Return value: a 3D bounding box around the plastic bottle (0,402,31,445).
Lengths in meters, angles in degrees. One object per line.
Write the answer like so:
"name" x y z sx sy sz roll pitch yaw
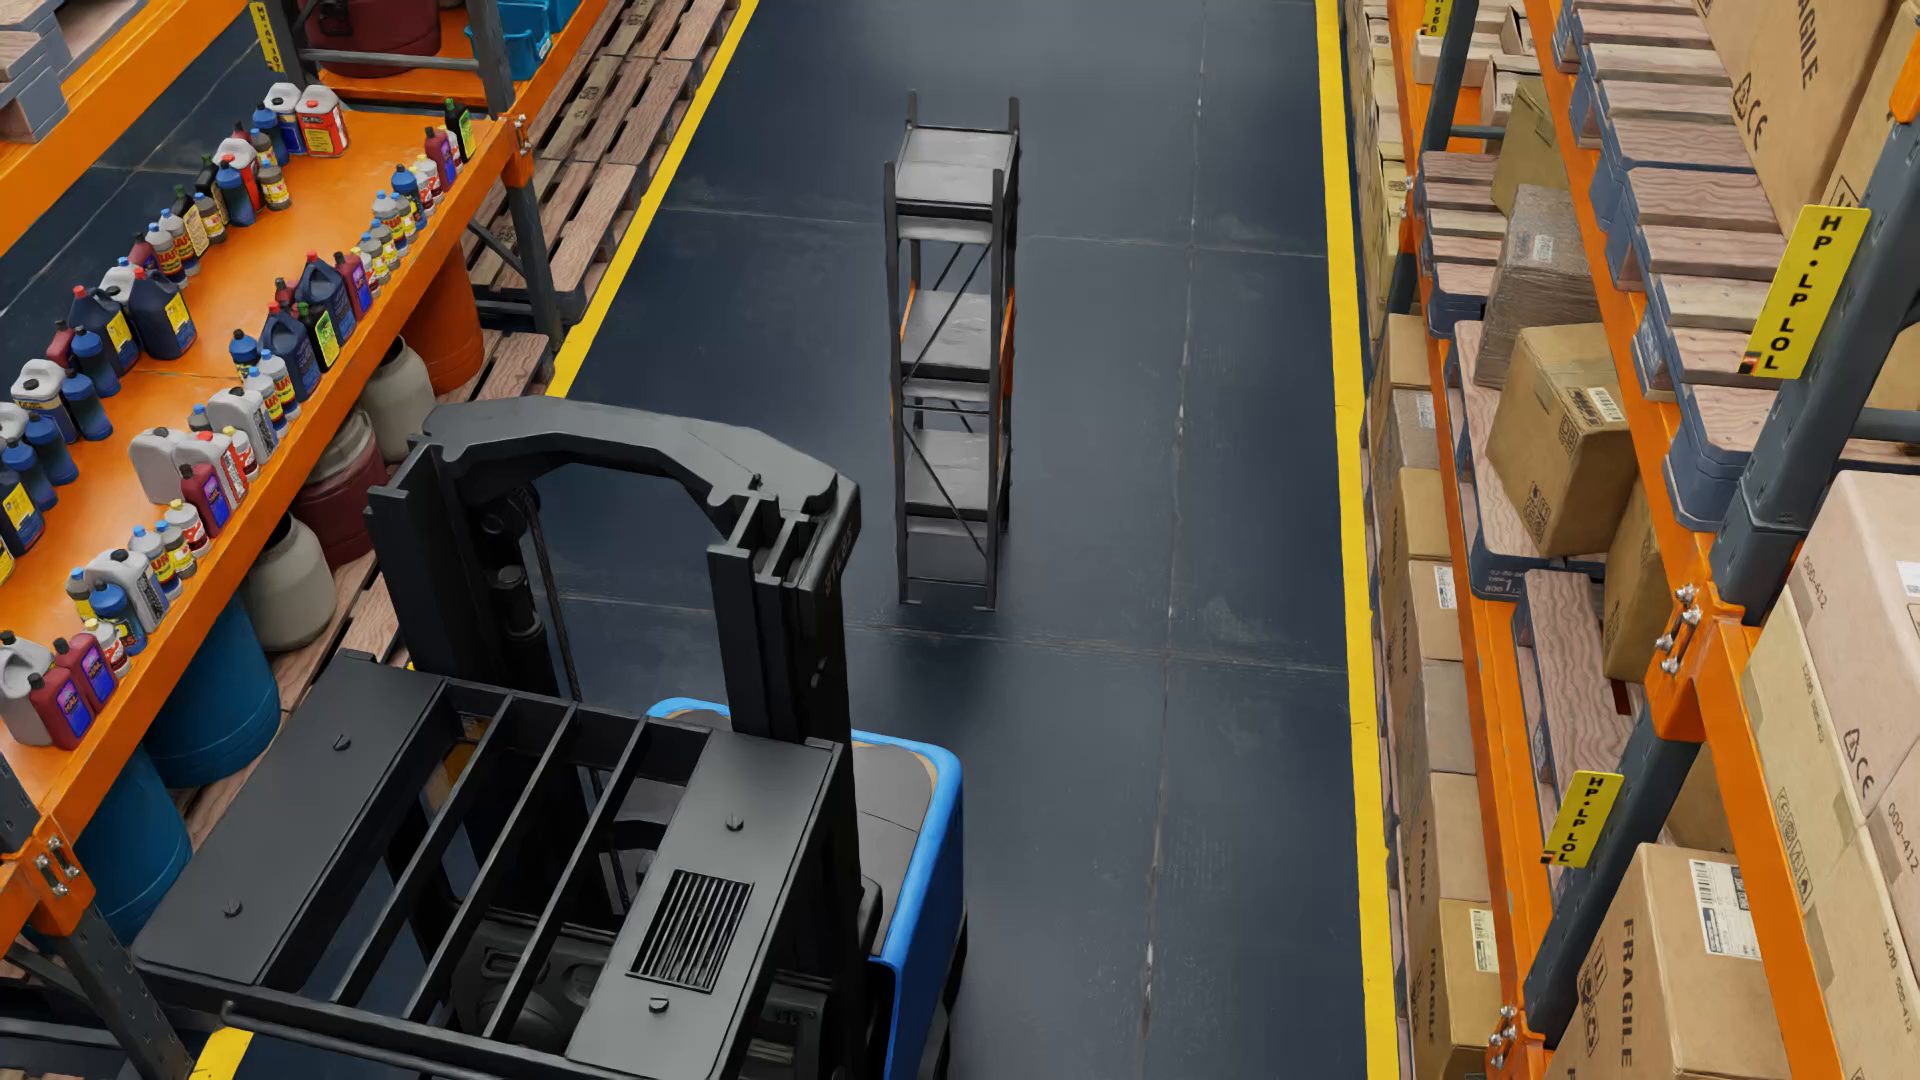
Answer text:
"plastic bottle" -3.149 -0.313 5.512 0.152 0.276 0.135 5 44 6

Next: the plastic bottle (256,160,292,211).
"plastic bottle" -2.797 -1.451 6.767 0.097 0.201 0.097 0 43 0

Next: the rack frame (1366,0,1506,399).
"rack frame" 2.425 -1.649 6.833 1.000 3.000 0.127 5 44 6

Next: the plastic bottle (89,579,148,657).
"plastic bottle" -2.514 0.222 4.950 0.097 0.271 0.097 0 43 0

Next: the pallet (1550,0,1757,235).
"pallet" 2.186 -1.089 4.196 1.213 0.211 1.003 5 44 6

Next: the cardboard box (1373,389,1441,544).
"cardboard box" 2.018 -0.260 6.863 0.500 0.500 0.500 4 44 4

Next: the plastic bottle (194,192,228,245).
"plastic bottle" -2.983 -1.282 6.589 0.097 0.201 0.097 0 43 0

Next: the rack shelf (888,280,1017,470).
"rack shelf" -0.022 -0.640 6.440 0.431 0.518 0.480 5 44 6

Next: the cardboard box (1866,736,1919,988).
"cardboard box" 1.521 0.510 2.116 0.500 0.250 0.500 5 44 6

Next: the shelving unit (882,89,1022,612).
"shelving unit" -0.022 -0.650 6.431 0.431 2.100 0.503 5 44 6

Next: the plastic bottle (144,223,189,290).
"plastic bottle" -3.027 -1.084 6.329 0.097 0.271 0.097 0 43 0

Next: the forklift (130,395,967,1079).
"forklift" -0.822 1.258 3.812 1.130 2.935 3.031 10 44 10

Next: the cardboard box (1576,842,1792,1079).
"cardboard box" 1.555 0.973 3.263 0.500 0.500 0.500 6 44 7

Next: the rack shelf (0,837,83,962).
"rack shelf" -3.278 2.248 3.239 1.077 0.370 4.000 5 44 6

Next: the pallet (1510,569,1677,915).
"pallet" 2.110 0.612 4.584 1.003 0.211 1.213 5 44 6

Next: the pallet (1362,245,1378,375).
"pallet" 2.572 -1.194 8.380 1.003 0.211 1.213 5 44 6

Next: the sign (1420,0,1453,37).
"sign" 1.874 -2.118 6.485 0.100 0.325 0.005 5 44 6

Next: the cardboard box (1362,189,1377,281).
"cardboard box" 2.317 -1.536 8.407 0.500 0.250 0.500 5 44 5

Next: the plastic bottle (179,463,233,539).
"plastic bottle" -2.425 -0.150 5.334 0.061 0.283 0.133 5 44 6

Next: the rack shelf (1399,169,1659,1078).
"rack shelf" 2.161 -0.025 5.640 1.077 0.370 4.000 5 44 6

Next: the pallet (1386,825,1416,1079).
"pallet" 1.966 1.531 5.501 1.003 0.211 1.213 5 44 6

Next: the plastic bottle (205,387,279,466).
"plastic bottle" -2.421 -0.401 5.604 0.152 0.276 0.135 5 44 6

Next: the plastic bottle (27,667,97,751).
"plastic bottle" -2.542 0.455 4.695 0.061 0.283 0.133 5 44 6

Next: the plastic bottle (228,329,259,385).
"plastic bottle" -2.496 -0.622 5.841 0.097 0.271 0.097 0 43 0

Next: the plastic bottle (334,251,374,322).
"plastic bottle" -2.266 -0.966 6.196 0.061 0.283 0.133 5 44 6

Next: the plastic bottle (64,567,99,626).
"plastic bottle" -2.652 0.167 5.059 0.097 0.201 0.097 0 43 0

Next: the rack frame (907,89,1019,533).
"rack frame" 0.010 -0.816 6.607 0.400 2.100 0.015 5 44 6

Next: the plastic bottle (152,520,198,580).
"plastic bottle" -2.471 0.023 5.211 0.097 0.201 0.097 0 43 0

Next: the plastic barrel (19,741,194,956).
"plastic barrel" -2.924 0.864 5.399 0.600 0.901 0.708 5 44 6

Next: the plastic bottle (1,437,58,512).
"plastic bottle" -3.041 -0.221 5.418 0.097 0.271 0.097 0 43 0

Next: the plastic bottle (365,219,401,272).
"plastic bottle" -2.243 -1.150 6.449 0.097 0.201 0.097 0 43 0

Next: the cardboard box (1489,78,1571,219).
"cardboard box" 2.453 -1.399 6.190 0.700 0.500 0.500 -8 44 -9

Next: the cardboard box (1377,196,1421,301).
"cardboard box" 2.250 -1.386 7.841 0.500 0.311 0.500 6 44 7

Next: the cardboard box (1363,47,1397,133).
"cardboard box" 2.450 -2.426 8.940 0.500 0.311 0.500 6 44 7

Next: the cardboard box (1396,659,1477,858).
"cardboard box" 1.818 0.784 5.760 0.500 0.500 0.500 6 44 6

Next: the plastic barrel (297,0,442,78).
"plastic barrel" -2.723 -2.495 7.627 0.600 0.536 0.708 5 44 6

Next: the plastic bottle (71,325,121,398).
"plastic bottle" -3.052 -0.637 5.857 0.097 0.271 0.097 0 43 0

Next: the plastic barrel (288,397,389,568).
"plastic barrel" -2.682 -0.274 6.829 0.600 0.588 0.708 5 44 6

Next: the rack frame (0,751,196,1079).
"rack frame" -3.013 0.624 4.432 1.000 3.000 0.127 5 44 6

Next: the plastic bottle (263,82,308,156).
"plastic bottle" -2.862 -1.792 7.073 0.152 0.276 0.135 5 44 6

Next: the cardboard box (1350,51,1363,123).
"cardboard box" 2.520 -2.576 9.505 0.500 0.250 0.500 4 44 4

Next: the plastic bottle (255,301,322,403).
"plastic bottle" -2.371 -0.669 5.833 0.144 0.351 0.185 5 44 6

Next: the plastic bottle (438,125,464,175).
"plastic bottle" -2.148 -1.639 6.966 0.097 0.201 0.097 0 43 0

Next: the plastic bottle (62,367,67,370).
"plastic bottle" -3.130 -0.526 5.791 0.097 0.201 0.097 0 43 0

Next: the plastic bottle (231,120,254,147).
"plastic bottle" -2.951 -1.574 6.838 0.061 0.283 0.133 5 44 6

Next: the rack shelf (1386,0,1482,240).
"rack shelf" 2.689 -2.751 8.519 1.077 0.370 4.000 5 44 6

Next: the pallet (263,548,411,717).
"pallet" -2.711 0.281 6.822 1.003 0.211 1.213 5 44 6

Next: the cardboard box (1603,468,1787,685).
"cardboard box" 2.209 0.111 4.595 0.700 0.500 0.500 12 45 12

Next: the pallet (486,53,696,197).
"pallet" -2.180 -2.443 9.699 1.003 0.211 1.213 5 44 6

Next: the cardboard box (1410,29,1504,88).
"cardboard box" 2.270 -2.196 7.593 0.380 0.149 0.250 5 44 6

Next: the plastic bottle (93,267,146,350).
"plastic bottle" -3.045 -0.847 6.075 0.152 0.276 0.135 5 44 6

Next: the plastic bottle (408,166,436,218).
"plastic bottle" -2.192 -1.415 6.729 0.097 0.201 0.097 0 43 0

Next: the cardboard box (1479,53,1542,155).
"cardboard box" 2.516 -1.861 7.121 0.500 0.311 0.500 8 44 8

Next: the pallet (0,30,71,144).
"pallet" -3.006 -0.940 4.039 1.213 0.211 1.003 5 44 6

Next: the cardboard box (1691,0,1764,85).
"cardboard box" 2.209 -1.484 4.025 0.600 0.600 0.600 4 44 4
